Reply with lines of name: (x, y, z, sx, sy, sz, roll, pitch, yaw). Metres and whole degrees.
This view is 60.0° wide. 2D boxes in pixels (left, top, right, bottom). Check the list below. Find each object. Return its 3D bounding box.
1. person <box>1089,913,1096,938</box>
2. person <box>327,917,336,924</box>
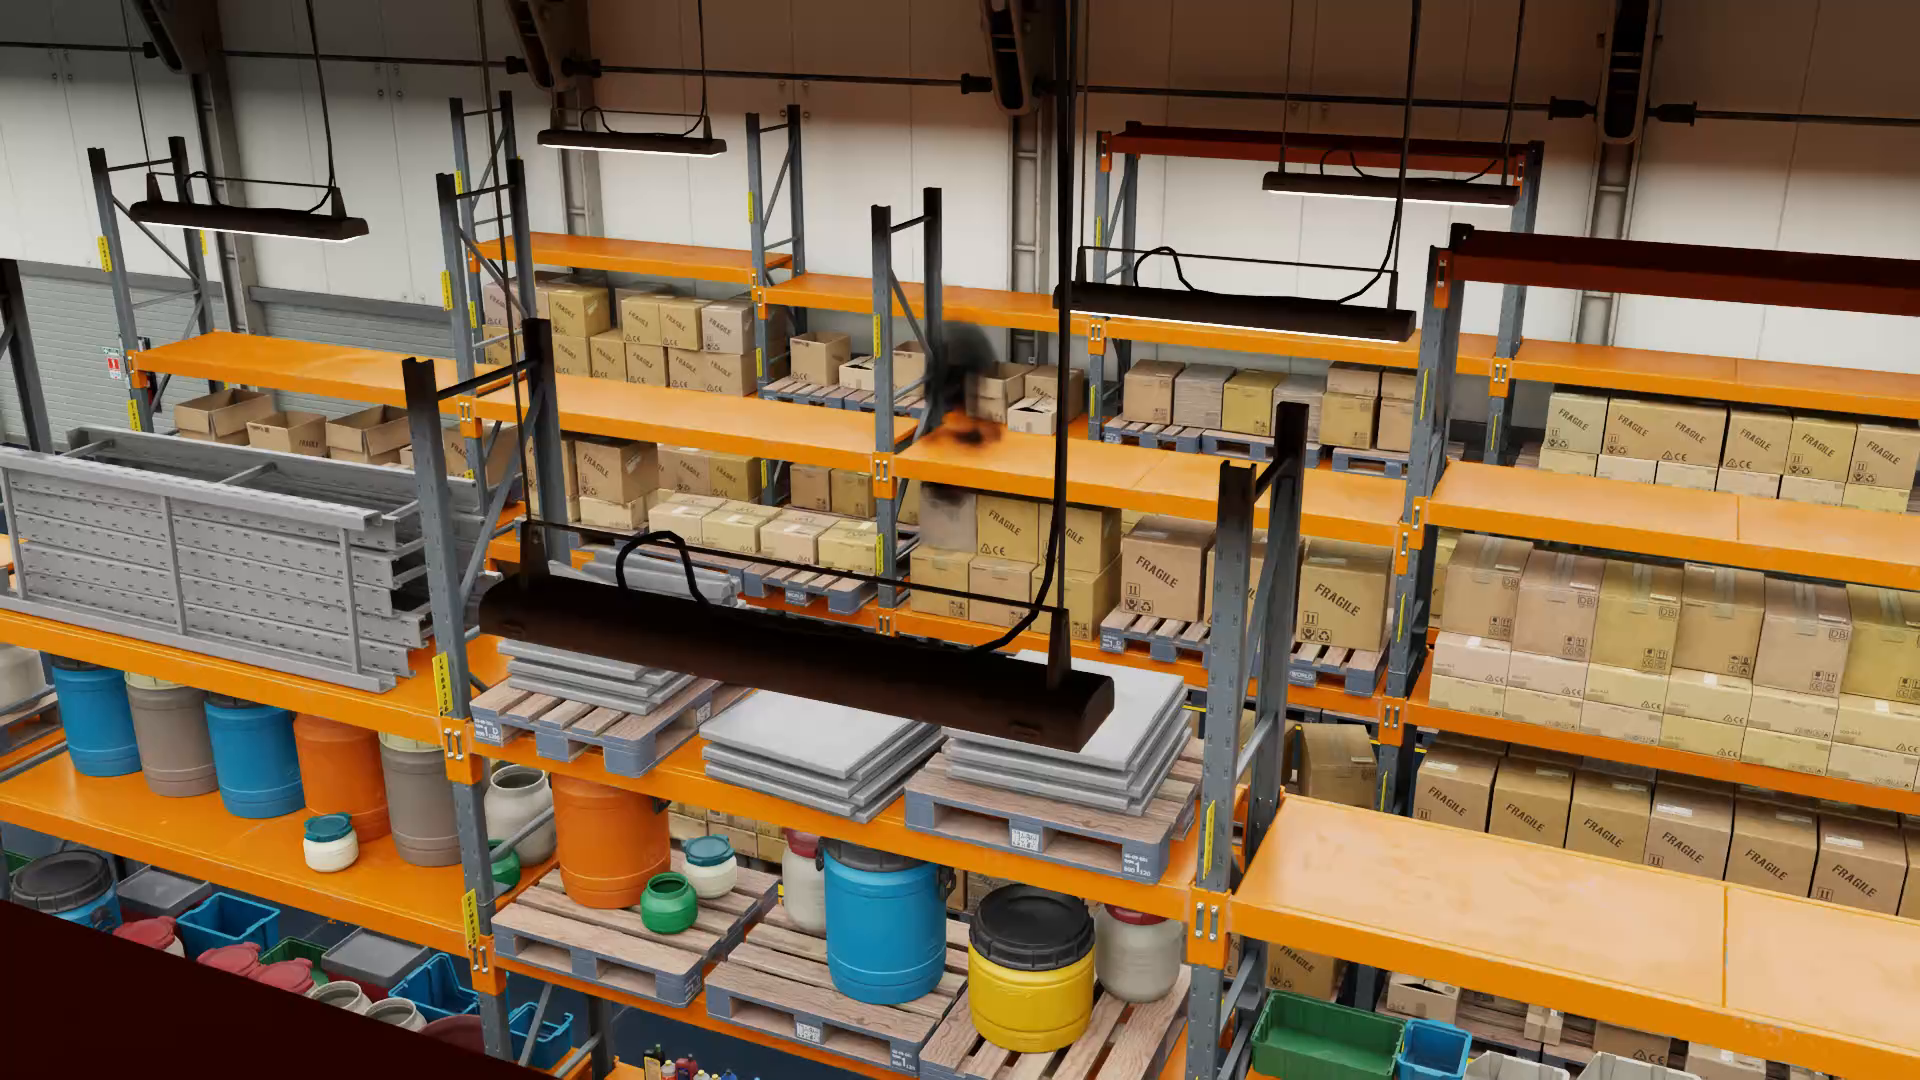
person: (0.809, 3.299, 11.537, 0.723, 1.654, 0.625, 6, 21, 16)
person: (-5.076, 2.500, 13.674, 0.964, 1.736, 0.650, 4, 21, 11)
